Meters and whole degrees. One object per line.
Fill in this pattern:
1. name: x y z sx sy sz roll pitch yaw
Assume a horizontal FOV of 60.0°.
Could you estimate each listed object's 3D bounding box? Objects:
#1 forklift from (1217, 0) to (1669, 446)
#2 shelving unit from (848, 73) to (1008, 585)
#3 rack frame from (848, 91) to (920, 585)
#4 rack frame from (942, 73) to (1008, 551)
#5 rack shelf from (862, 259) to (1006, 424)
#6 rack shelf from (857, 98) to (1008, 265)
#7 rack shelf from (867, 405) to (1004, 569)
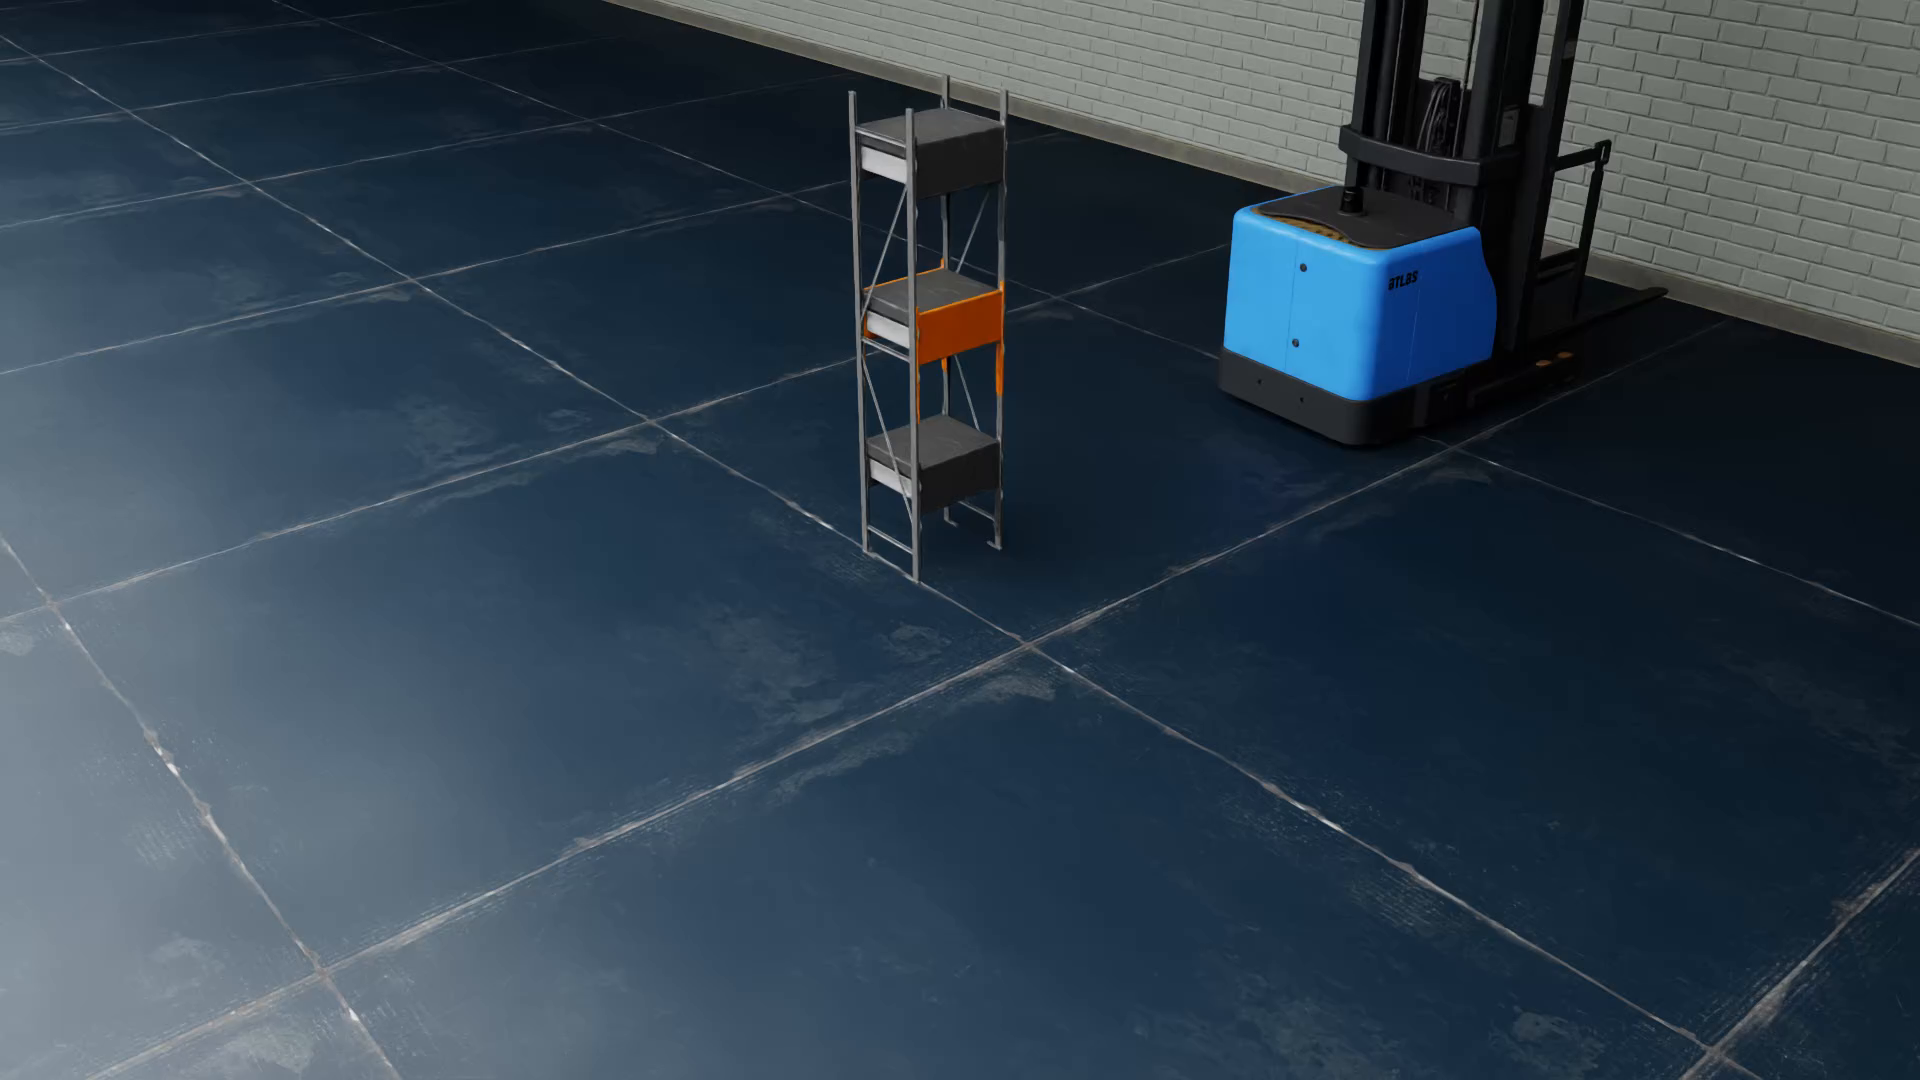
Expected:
1. forklift: 2.907 -2.318 8.978 3.031 2.935 1.130 -19 34 -32
2. shelving unit: -0.126 -0.875 7.160 0.503 2.100 0.431 -22 35 -35
3. rack frame: -0.312 -0.801 7.021 0.015 2.100 0.400 -22 35 -35
4. rack frame: 0.060 -0.950 7.300 0.015 2.100 0.400 -22 35 -35
5. rack shelf: -0.126 -0.863 7.167 0.480 0.518 0.431 -22 35 -35
6. rack shelf: -0.126 -1.481 6.837 0.480 0.518 0.431 -22 35 -35
7. rack shelf: -0.126 -0.246 7.497 0.480 0.518 0.431 -22 35 -35
